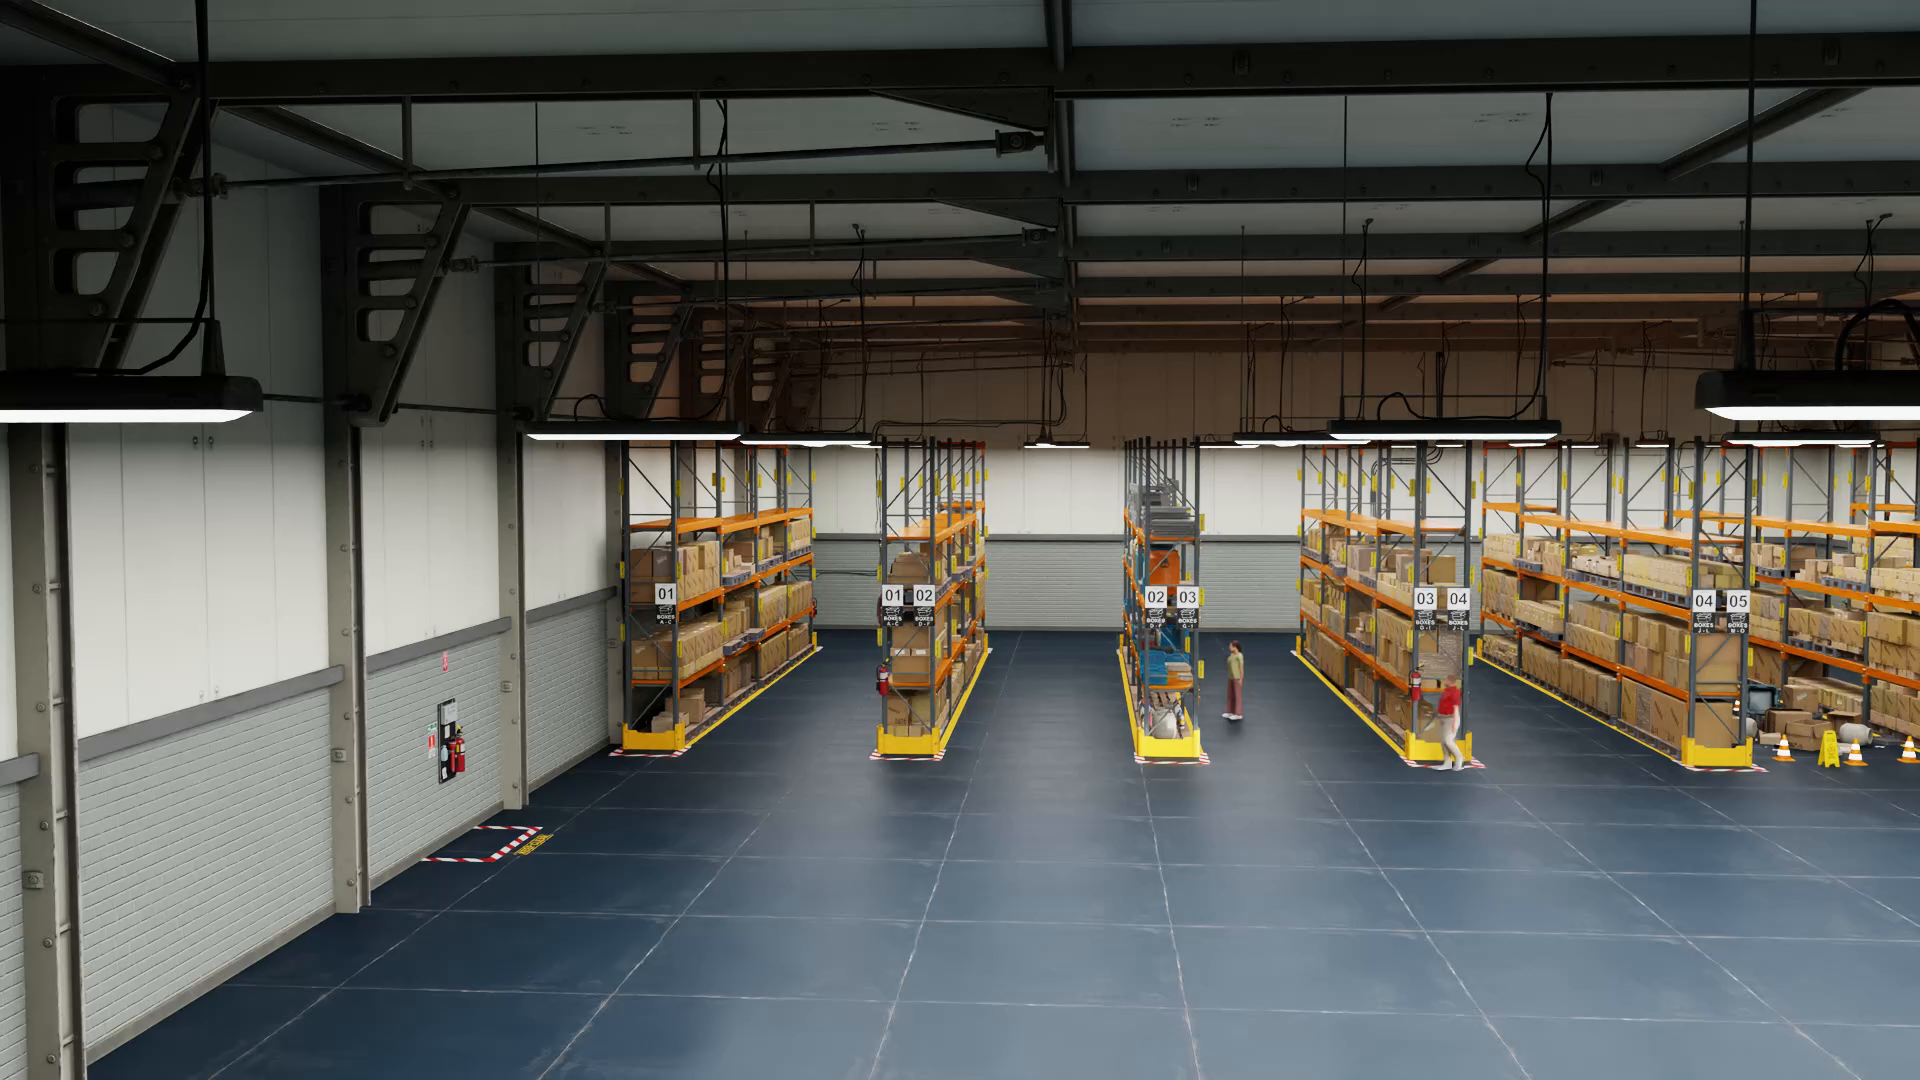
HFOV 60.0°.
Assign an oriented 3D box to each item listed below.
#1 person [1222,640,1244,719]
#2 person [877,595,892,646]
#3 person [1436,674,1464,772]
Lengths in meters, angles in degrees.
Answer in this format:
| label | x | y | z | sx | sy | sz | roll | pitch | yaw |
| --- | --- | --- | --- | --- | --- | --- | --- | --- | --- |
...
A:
| label | x | y | z | sx | sy | sz | roll | pitch | yaw |
| --- | --- | --- | --- | --- | --- | --- | --- | --- | --- |
| person | 5.836 | 2.974 | 35.551 | 0.416 | 1.677 | 0.496 | -1 | 3 | -20 |
| person | -2.118 | 2.227 | 48.752 | 0.652 | 1.721 | 1.083 | 0 | 3 | -4 |
| person | 8.735 | 3.264 | 29.710 | 0.478 | 1.744 | 0.526 | -2 | 3 | -26 |
